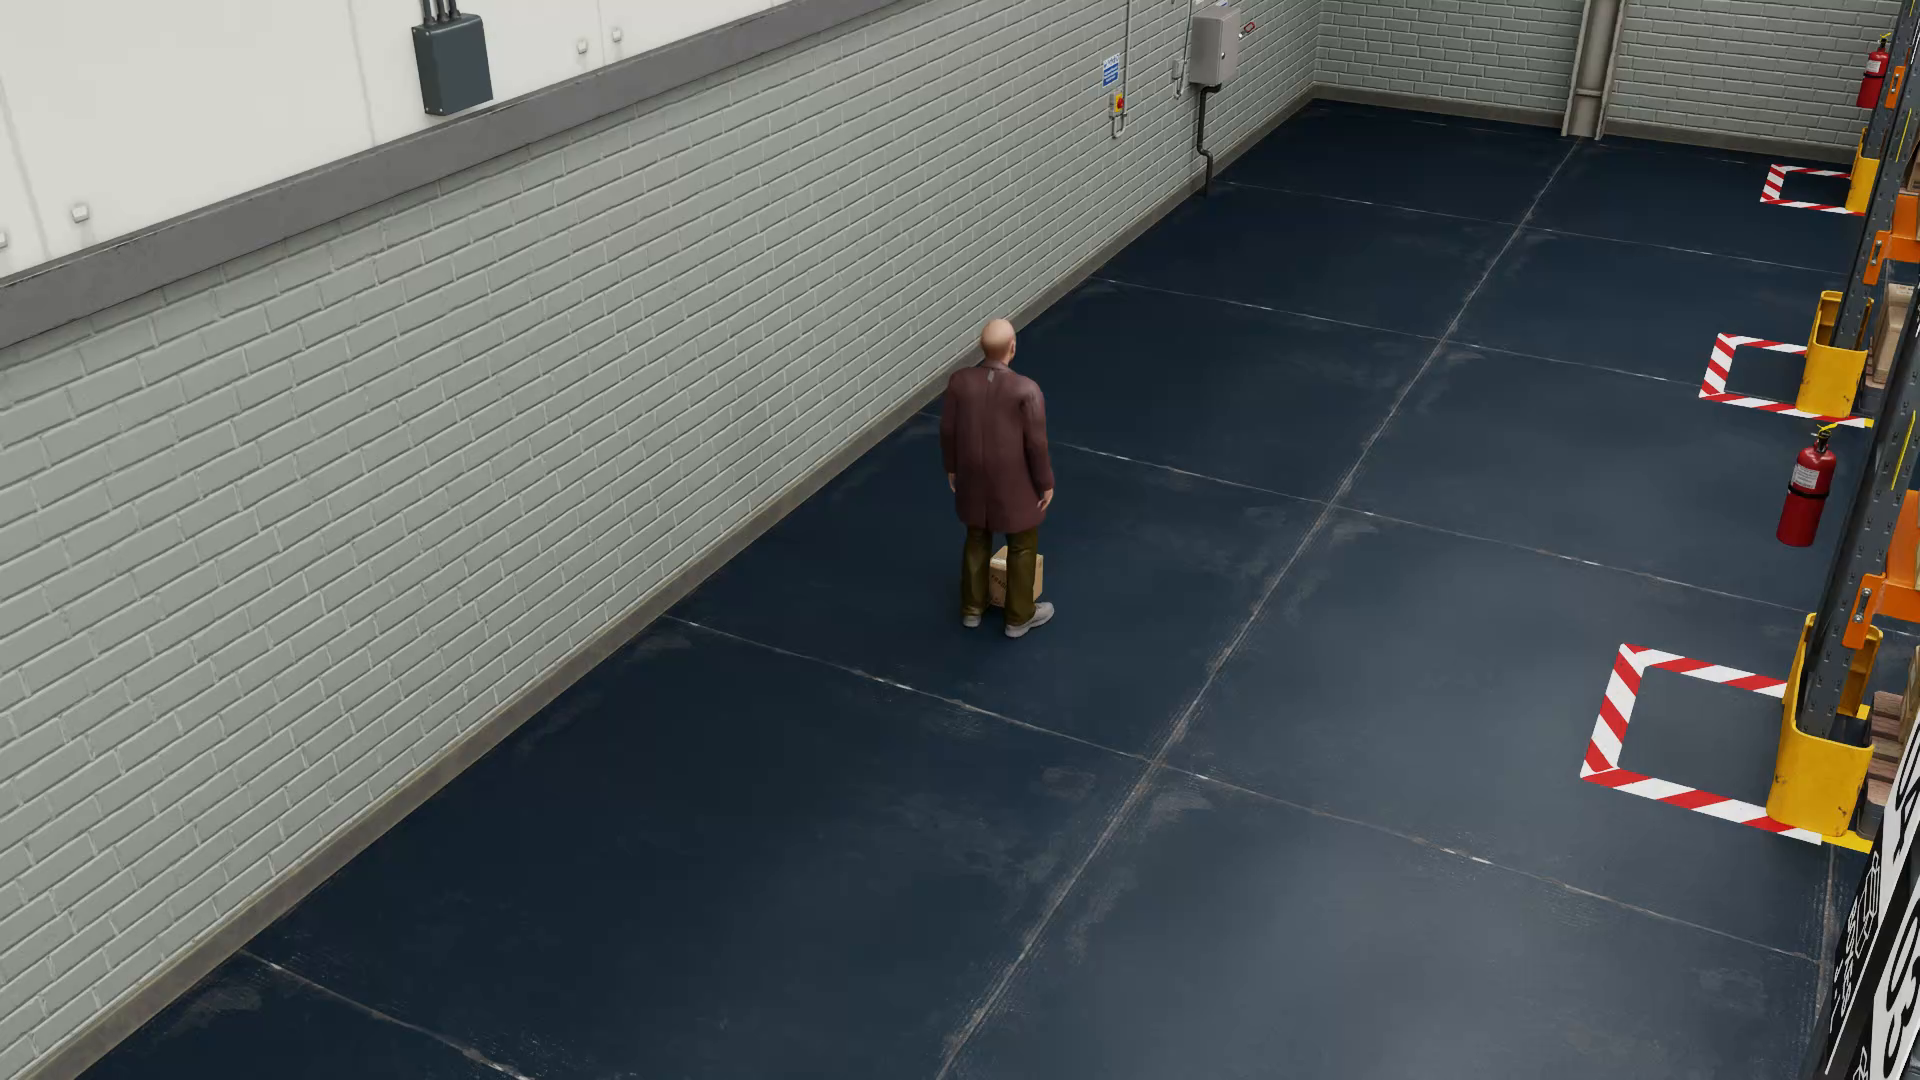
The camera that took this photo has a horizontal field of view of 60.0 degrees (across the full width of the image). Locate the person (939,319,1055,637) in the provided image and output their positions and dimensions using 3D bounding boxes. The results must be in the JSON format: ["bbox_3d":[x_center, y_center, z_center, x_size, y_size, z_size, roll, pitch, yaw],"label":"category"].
[{"bbox_3d":[0.201,-0.327,8.888,0.645,1.773,0.425,13,32,21],"label":"person"}]
